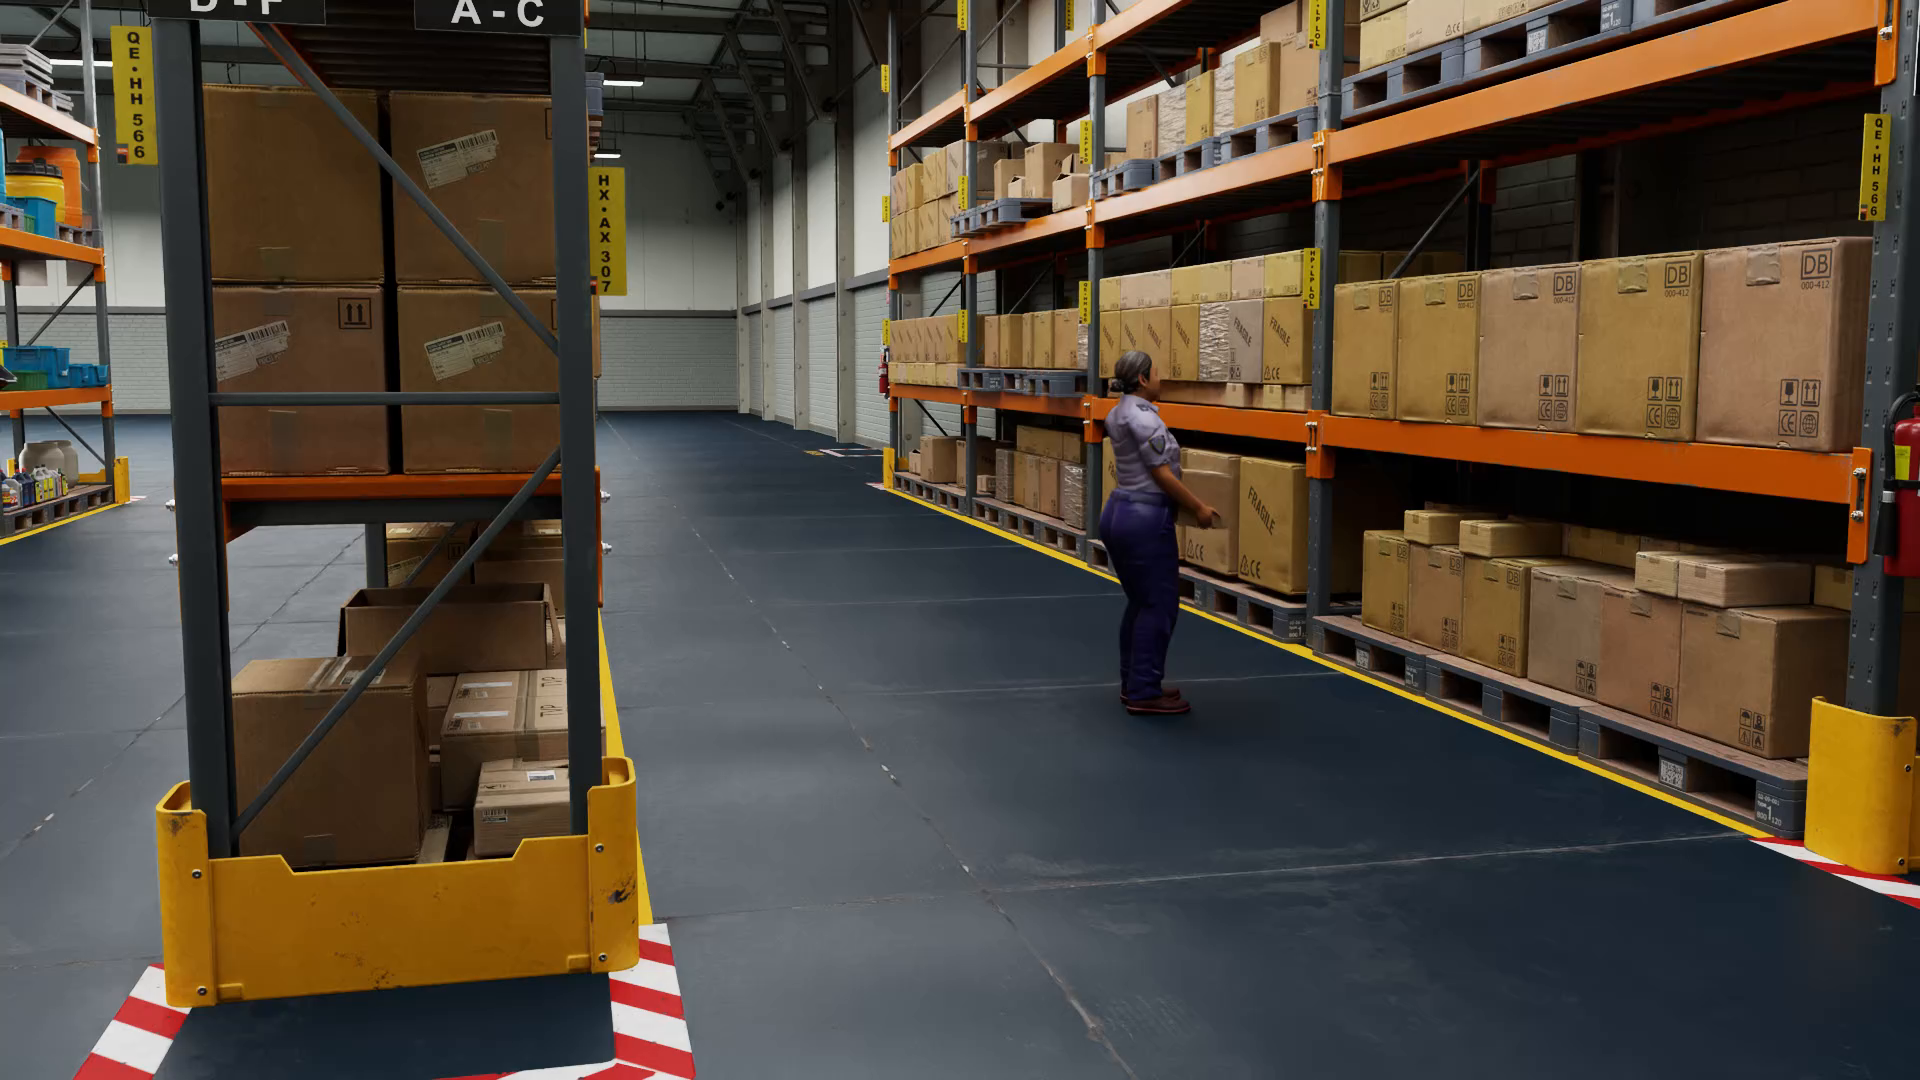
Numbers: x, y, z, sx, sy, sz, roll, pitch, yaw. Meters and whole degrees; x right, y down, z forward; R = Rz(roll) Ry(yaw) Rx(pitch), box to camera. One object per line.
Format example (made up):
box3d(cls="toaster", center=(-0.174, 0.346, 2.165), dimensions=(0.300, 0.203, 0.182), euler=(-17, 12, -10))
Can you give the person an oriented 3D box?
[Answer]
box3d(cls="person", center=(0.910, -0.046, 7.662), dimensions=(0.511, 1.647, 0.471), euler=(-2, 6, -14))
